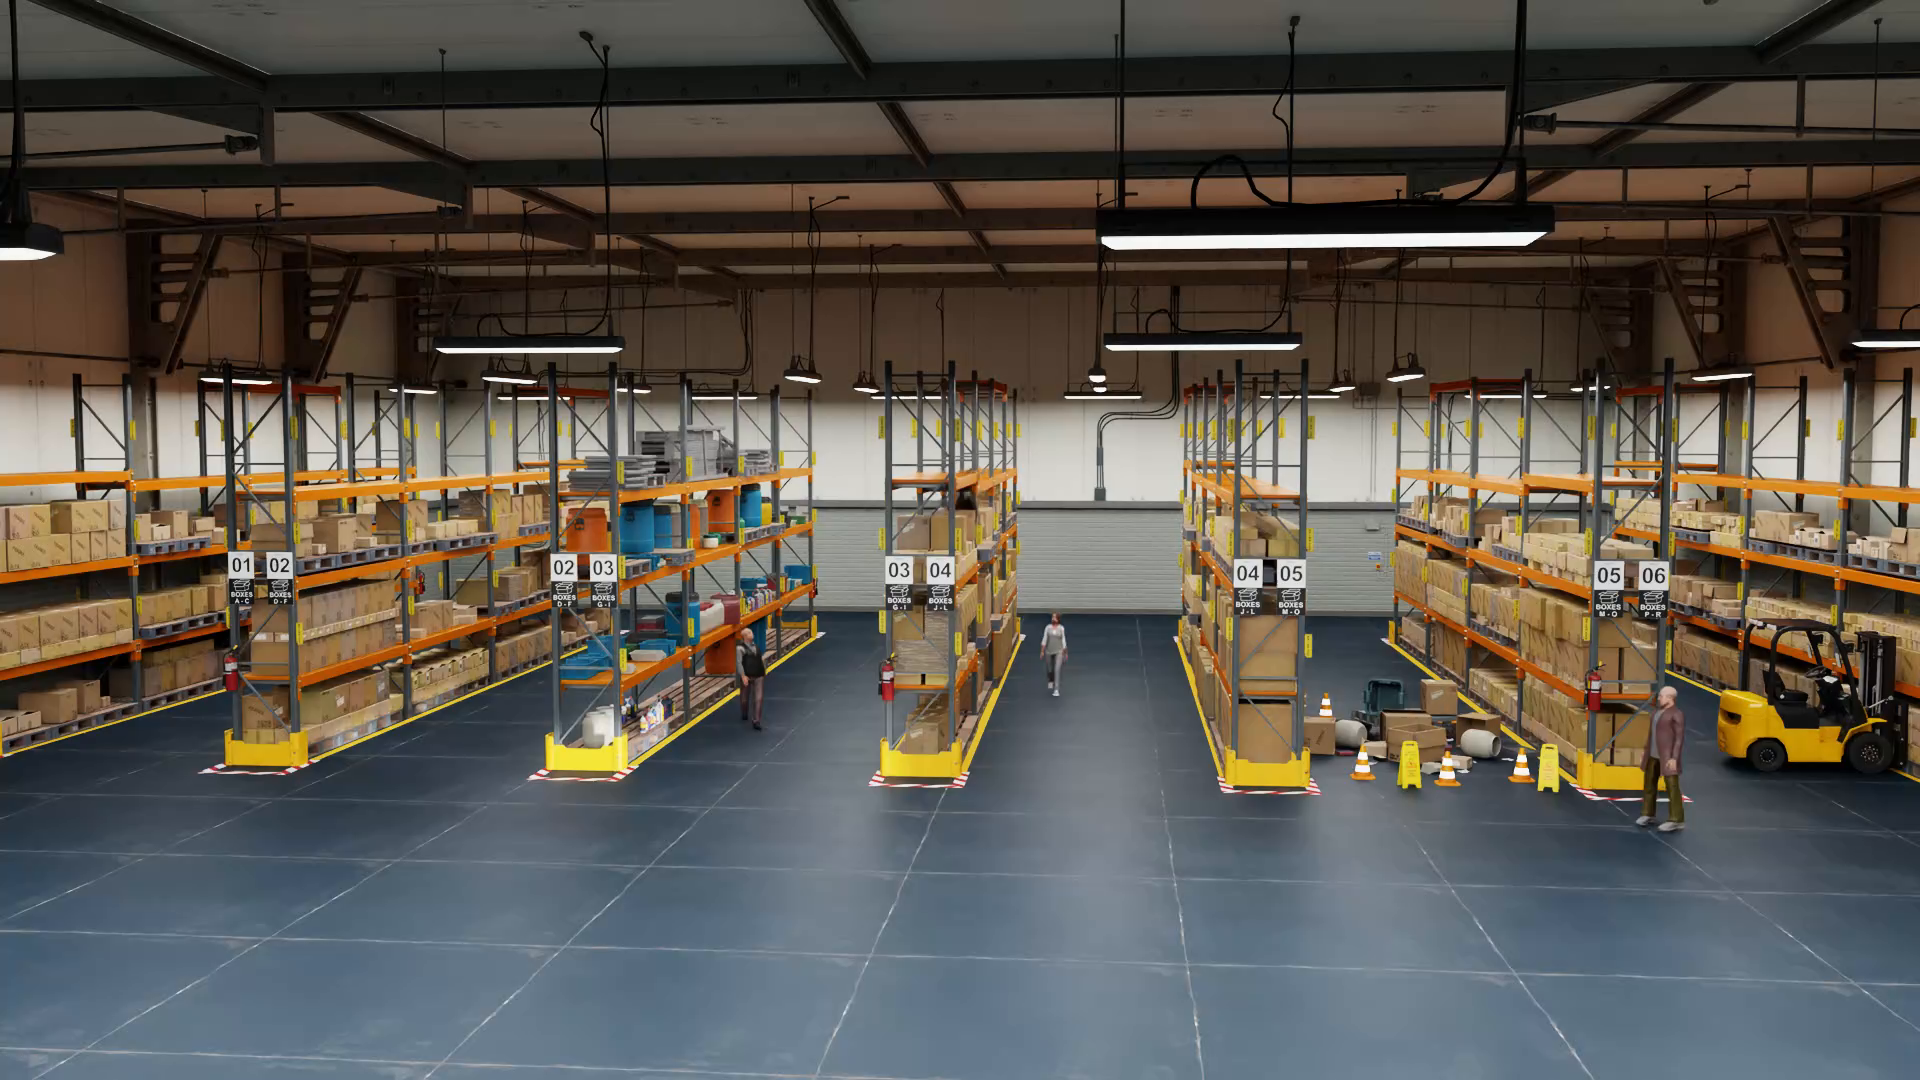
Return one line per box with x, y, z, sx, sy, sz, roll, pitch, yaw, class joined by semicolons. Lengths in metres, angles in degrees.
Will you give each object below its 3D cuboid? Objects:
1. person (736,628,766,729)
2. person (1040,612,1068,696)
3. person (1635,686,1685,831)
-3.534;2.324;28.047;0.502;1.667;0.941;-1;4;-10;person
1.787;2.146;31.565;0.536;1.549;0.827;0;4;2;person
8.812;2.730;20.969;0.480;1.774;0.628;-2;4;-27;person
